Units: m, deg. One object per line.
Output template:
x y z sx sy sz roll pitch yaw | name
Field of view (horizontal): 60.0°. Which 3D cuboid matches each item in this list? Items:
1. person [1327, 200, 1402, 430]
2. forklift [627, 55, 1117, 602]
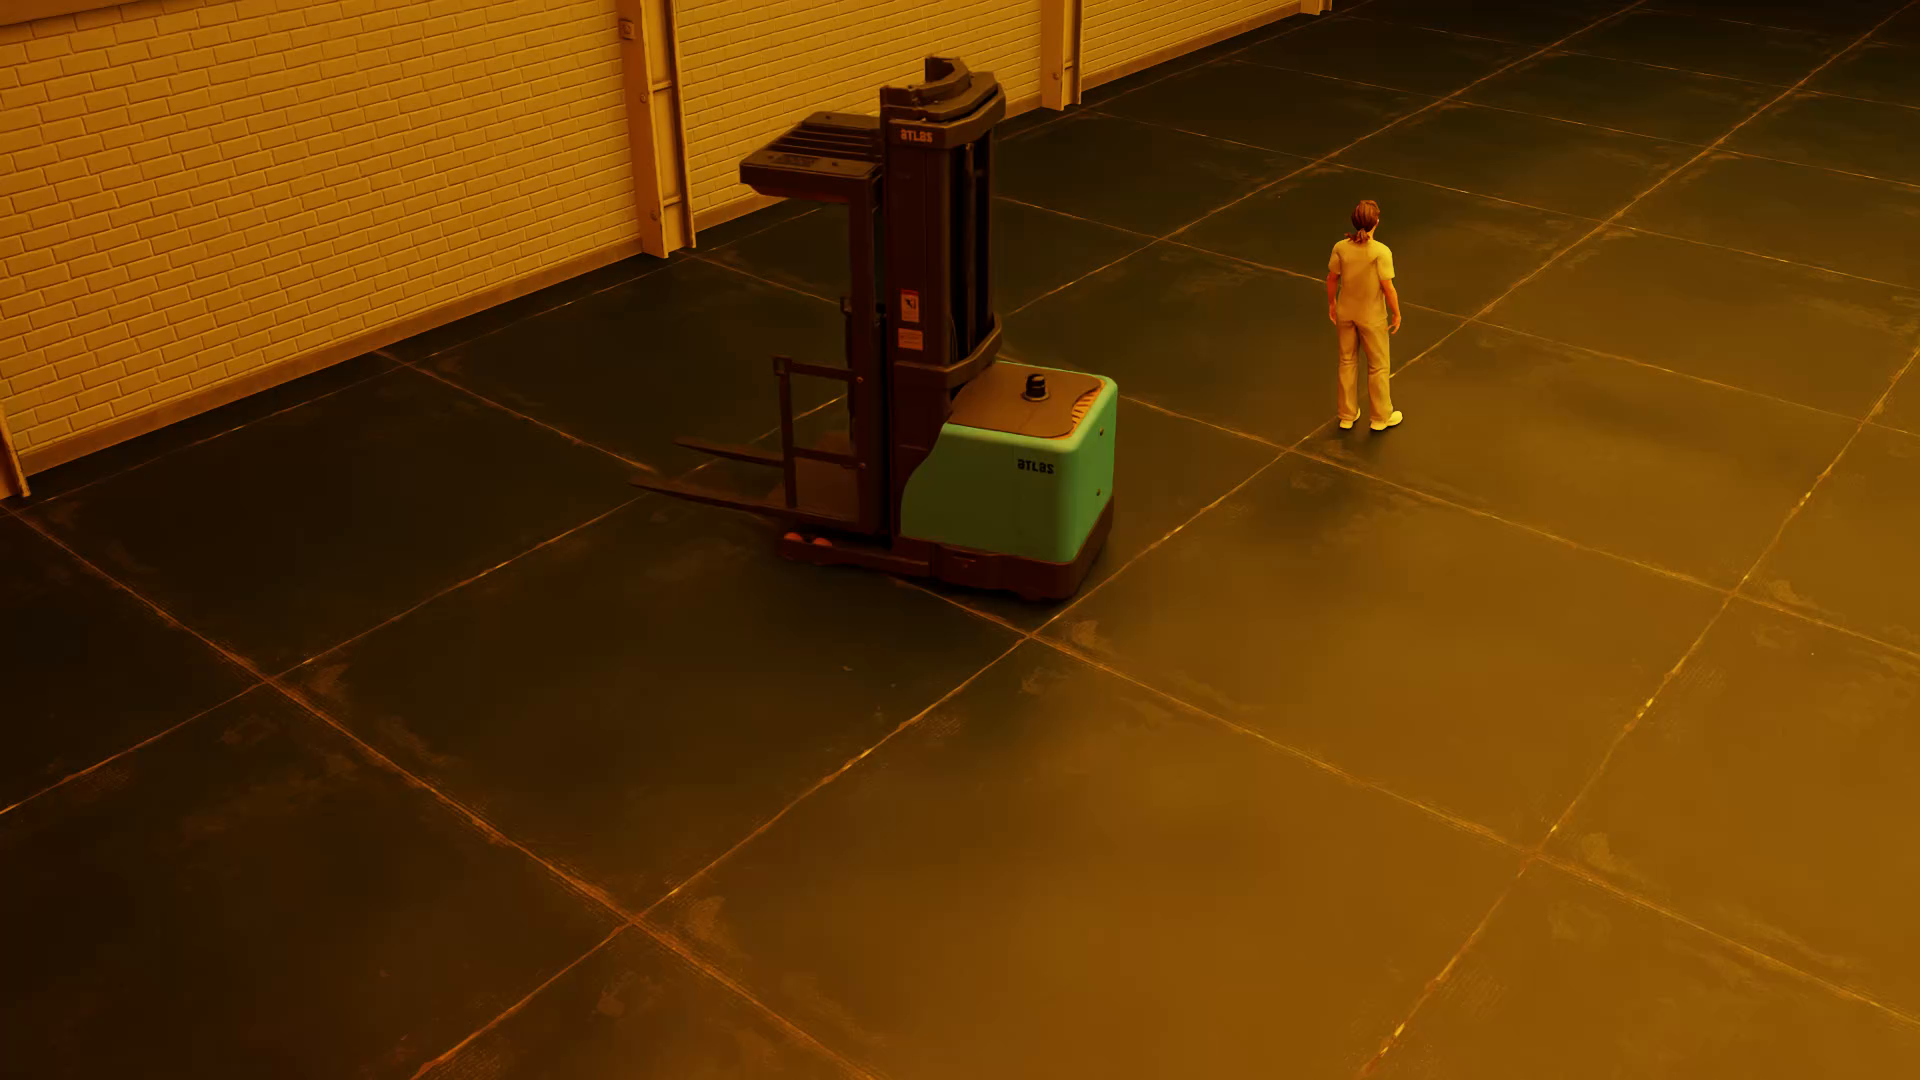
2.812 -1.565 11.502 0.549 1.673 0.548 21 37 32 | person
-0.609 -1.347 9.900 3.031 2.935 1.130 10 32 17 | forklift
